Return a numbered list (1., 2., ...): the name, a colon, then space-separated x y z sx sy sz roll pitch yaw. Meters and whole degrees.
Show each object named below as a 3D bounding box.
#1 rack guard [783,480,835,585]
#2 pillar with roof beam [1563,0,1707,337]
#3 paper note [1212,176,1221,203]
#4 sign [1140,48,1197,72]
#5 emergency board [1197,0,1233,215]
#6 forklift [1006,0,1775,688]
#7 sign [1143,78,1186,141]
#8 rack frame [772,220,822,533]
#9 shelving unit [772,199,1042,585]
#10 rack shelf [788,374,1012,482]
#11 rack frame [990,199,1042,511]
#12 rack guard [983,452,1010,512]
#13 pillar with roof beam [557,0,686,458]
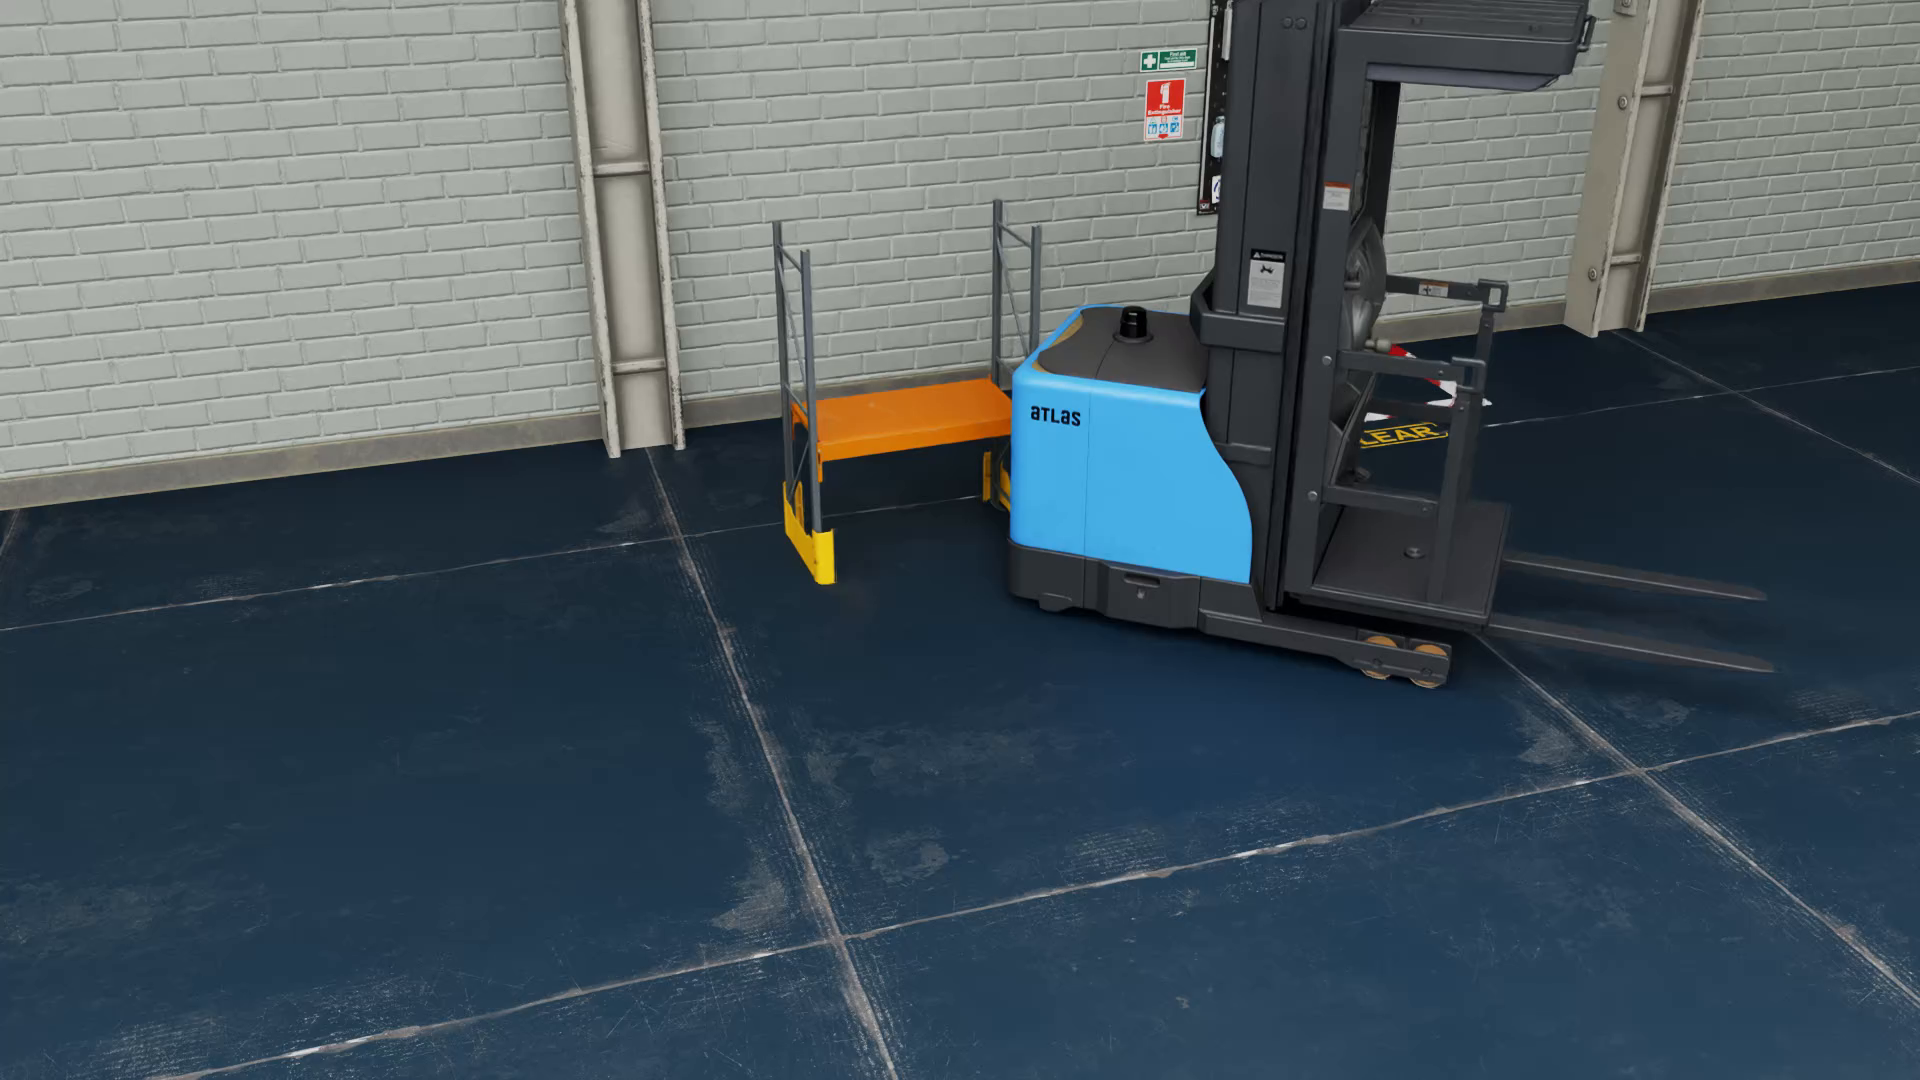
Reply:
1. rack guard: -0.688 -0.041 7.551 0.087 0.250 0.587 -9 28 -18
2. pillar with roof beam: 5.367 -3.553 4.787 0.400 9.000 9.100 -8 28 -16
3. paper note: 1.483 -1.972 9.340 0.142 0.148 0.016 -8 28 -16
4. sign: 1.122 -2.580 8.937 0.331 0.109 0.001 -8 28 -16
5. emergency board: 1.672 -2.362 9.134 0.643 1.169 0.194 -8 28 -16
6. forklift: 1.768 -0.996 6.461 3.031 2.935 1.130 10 28 19
7. sign: 1.115 -2.345 9.061 0.234 0.329 0.001 -8 28 -16
8. rack frame: -0.706 -0.598 7.267 0.032 1.500 0.500 -9 28 -18
9. shelving unit: -0.221 -0.677 7.427 1.083 1.500 0.587 -9 28 -18
10. rack shelf: -0.229 -0.515 7.504 1.000 0.185 0.538 -9 28 -18
11. rack frame: 0.248 -0.754 7.581 0.032 1.500 0.500 -9 28 -18
12. rack guard: 0.247 -0.194 7.859 0.087 0.250 0.587 -9 28 -18
13. pillar with roof beam: -0.338 -2.727 3.123 0.400 9.000 9.100 -8 28 -16
